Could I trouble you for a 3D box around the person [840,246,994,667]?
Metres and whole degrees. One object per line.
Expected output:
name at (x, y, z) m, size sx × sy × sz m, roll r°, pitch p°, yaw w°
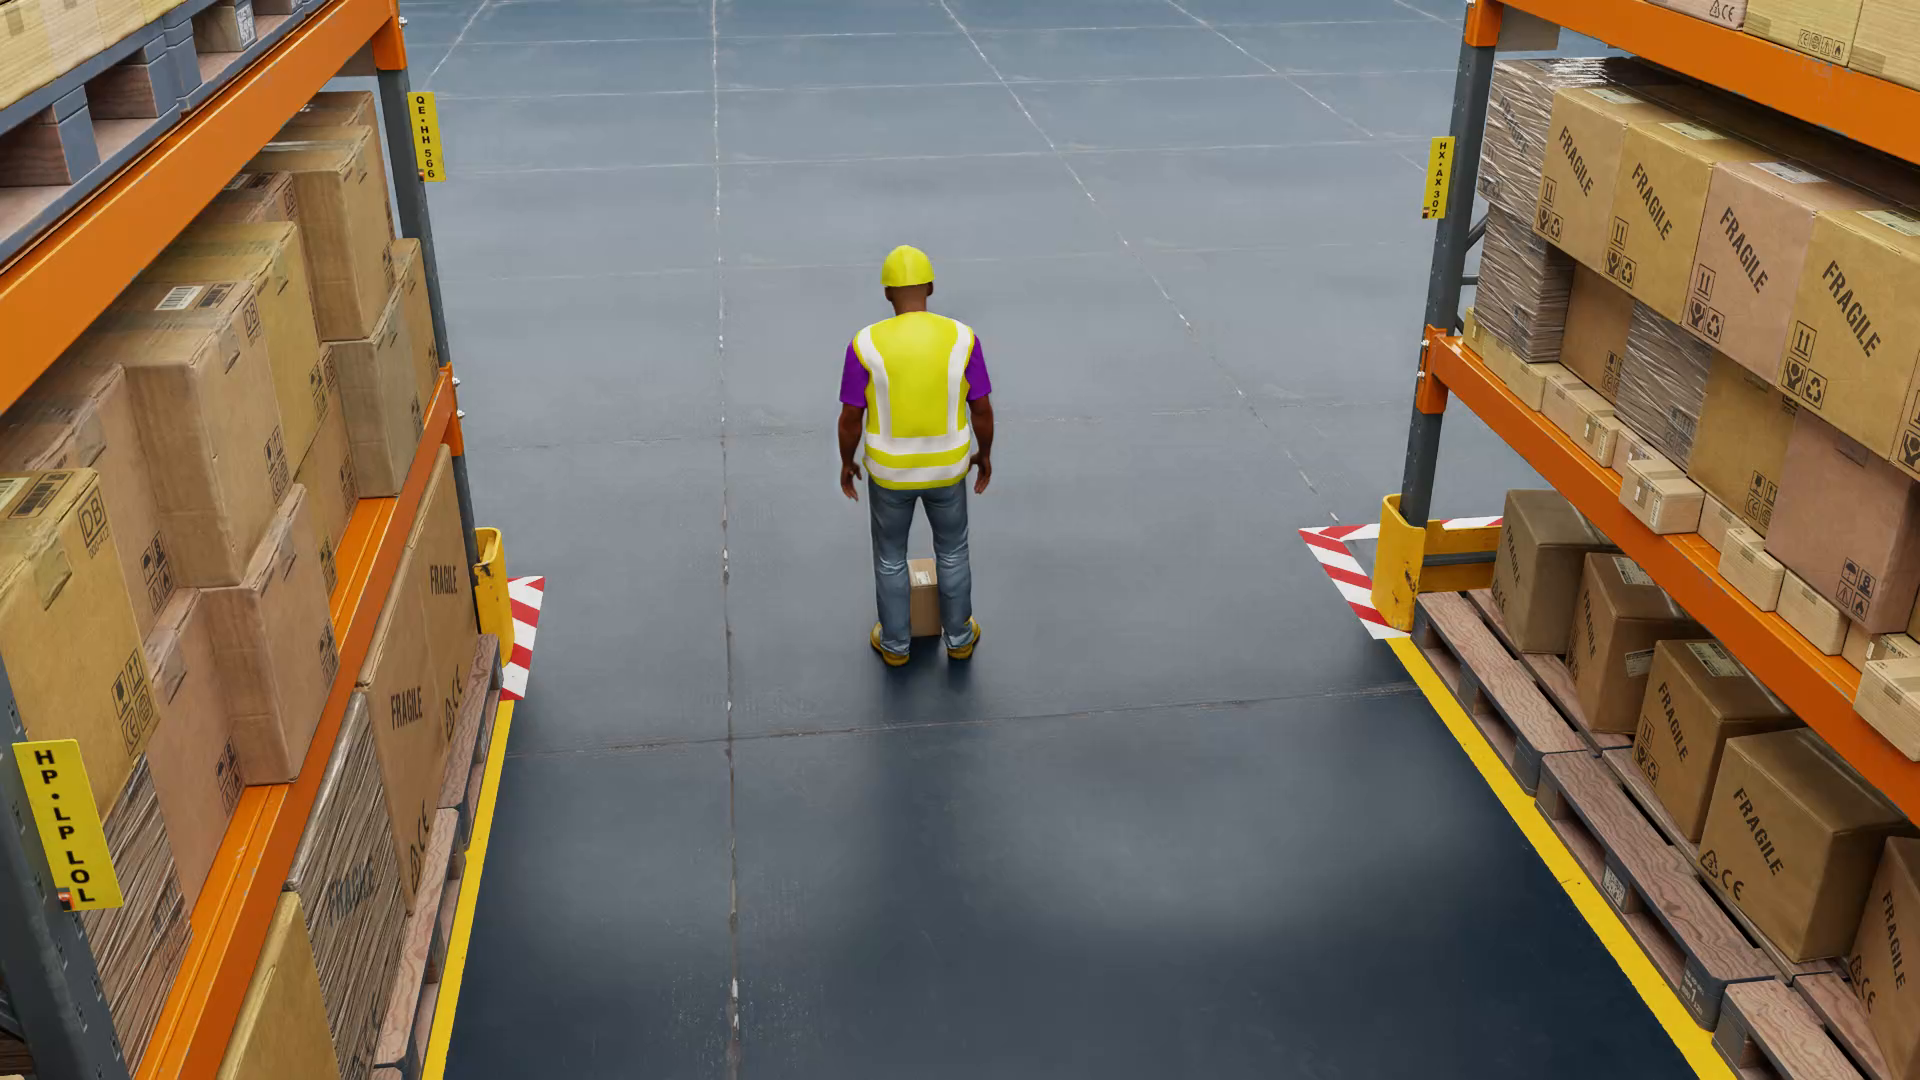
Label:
person at (-0.173, -0.315, 6.715) m, size 0.627 × 1.761 × 0.458 m, roll -5°, pitch 27°, yaw -9°
